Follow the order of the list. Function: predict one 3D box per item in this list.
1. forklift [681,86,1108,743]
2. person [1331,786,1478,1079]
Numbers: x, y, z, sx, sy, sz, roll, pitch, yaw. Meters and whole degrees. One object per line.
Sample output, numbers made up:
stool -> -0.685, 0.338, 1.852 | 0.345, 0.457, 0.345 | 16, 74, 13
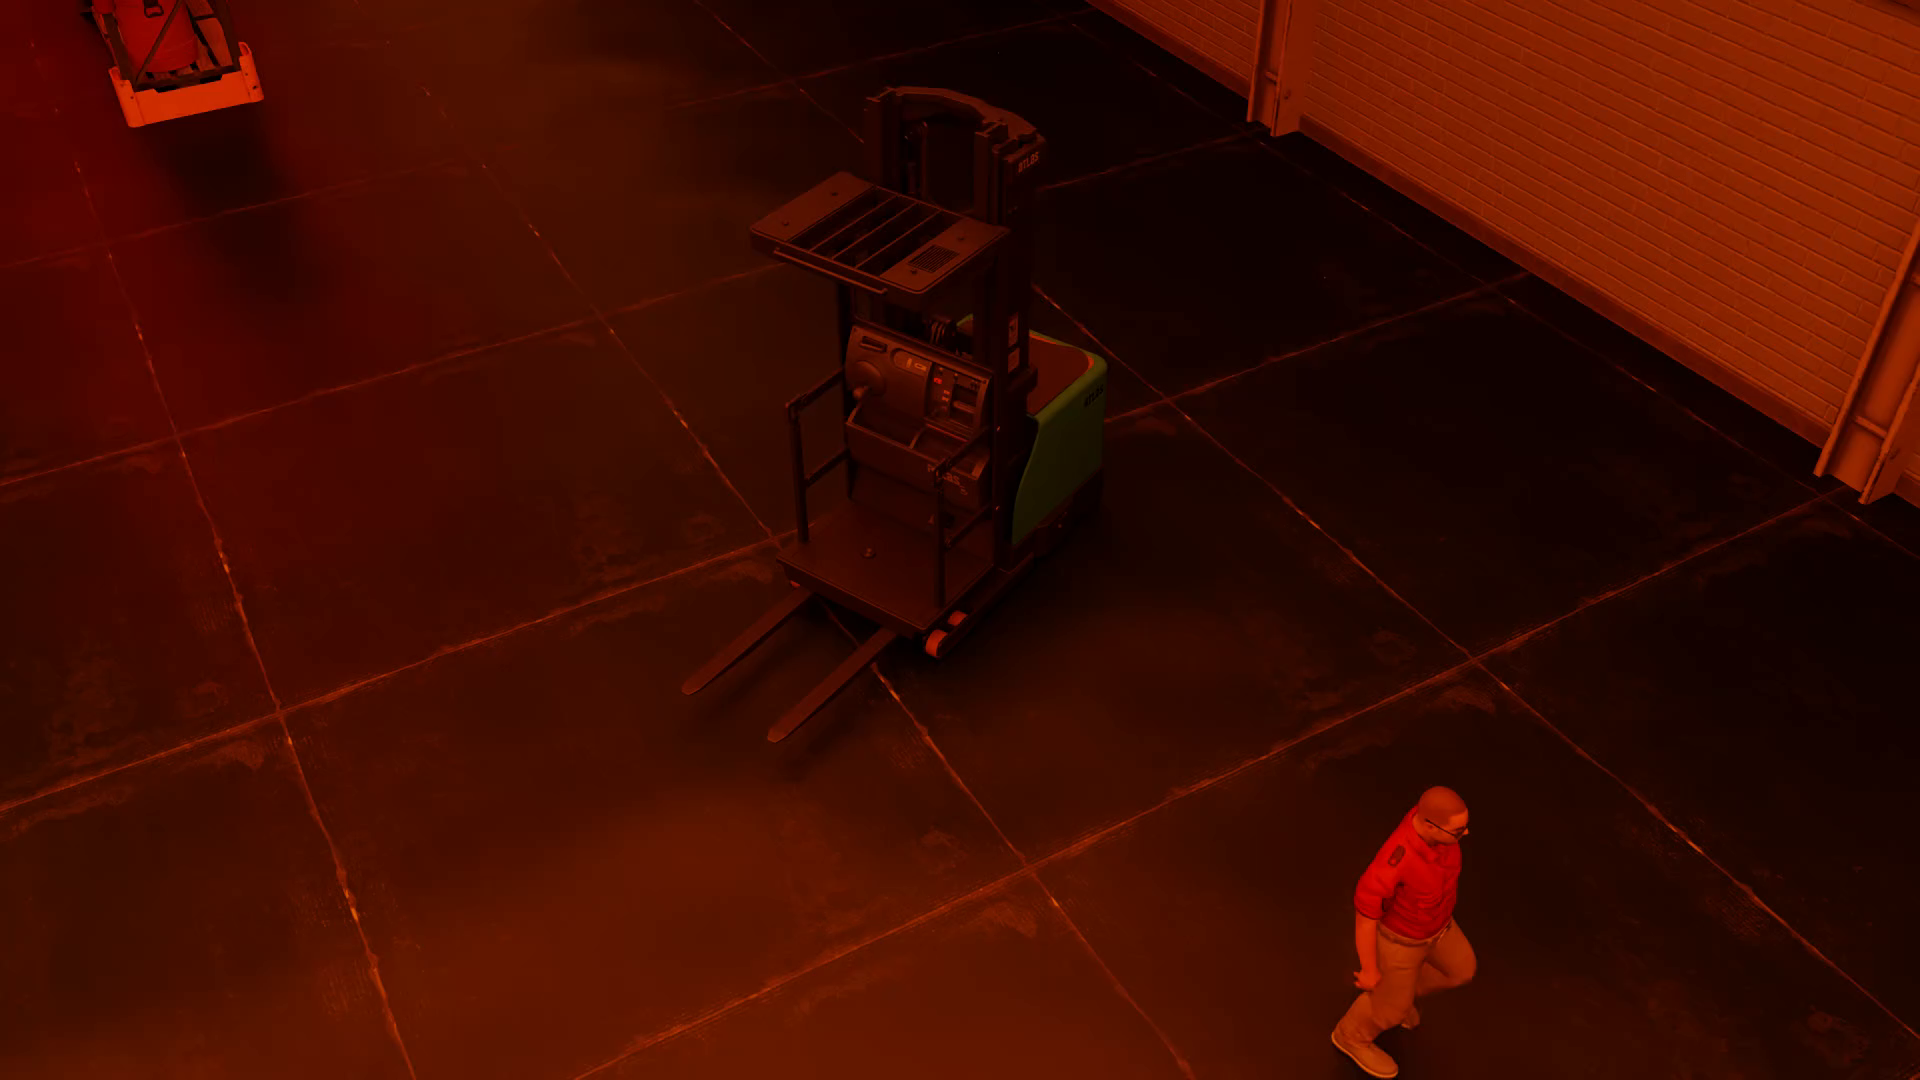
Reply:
forklift -> -0.363, -0.804, 9.005 | 1.130, 2.935, 3.031 | 24, 46, 27
person -> 1.933, 1.663, 7.004 | 0.467, 1.726, 0.666 | 26, 46, 28
